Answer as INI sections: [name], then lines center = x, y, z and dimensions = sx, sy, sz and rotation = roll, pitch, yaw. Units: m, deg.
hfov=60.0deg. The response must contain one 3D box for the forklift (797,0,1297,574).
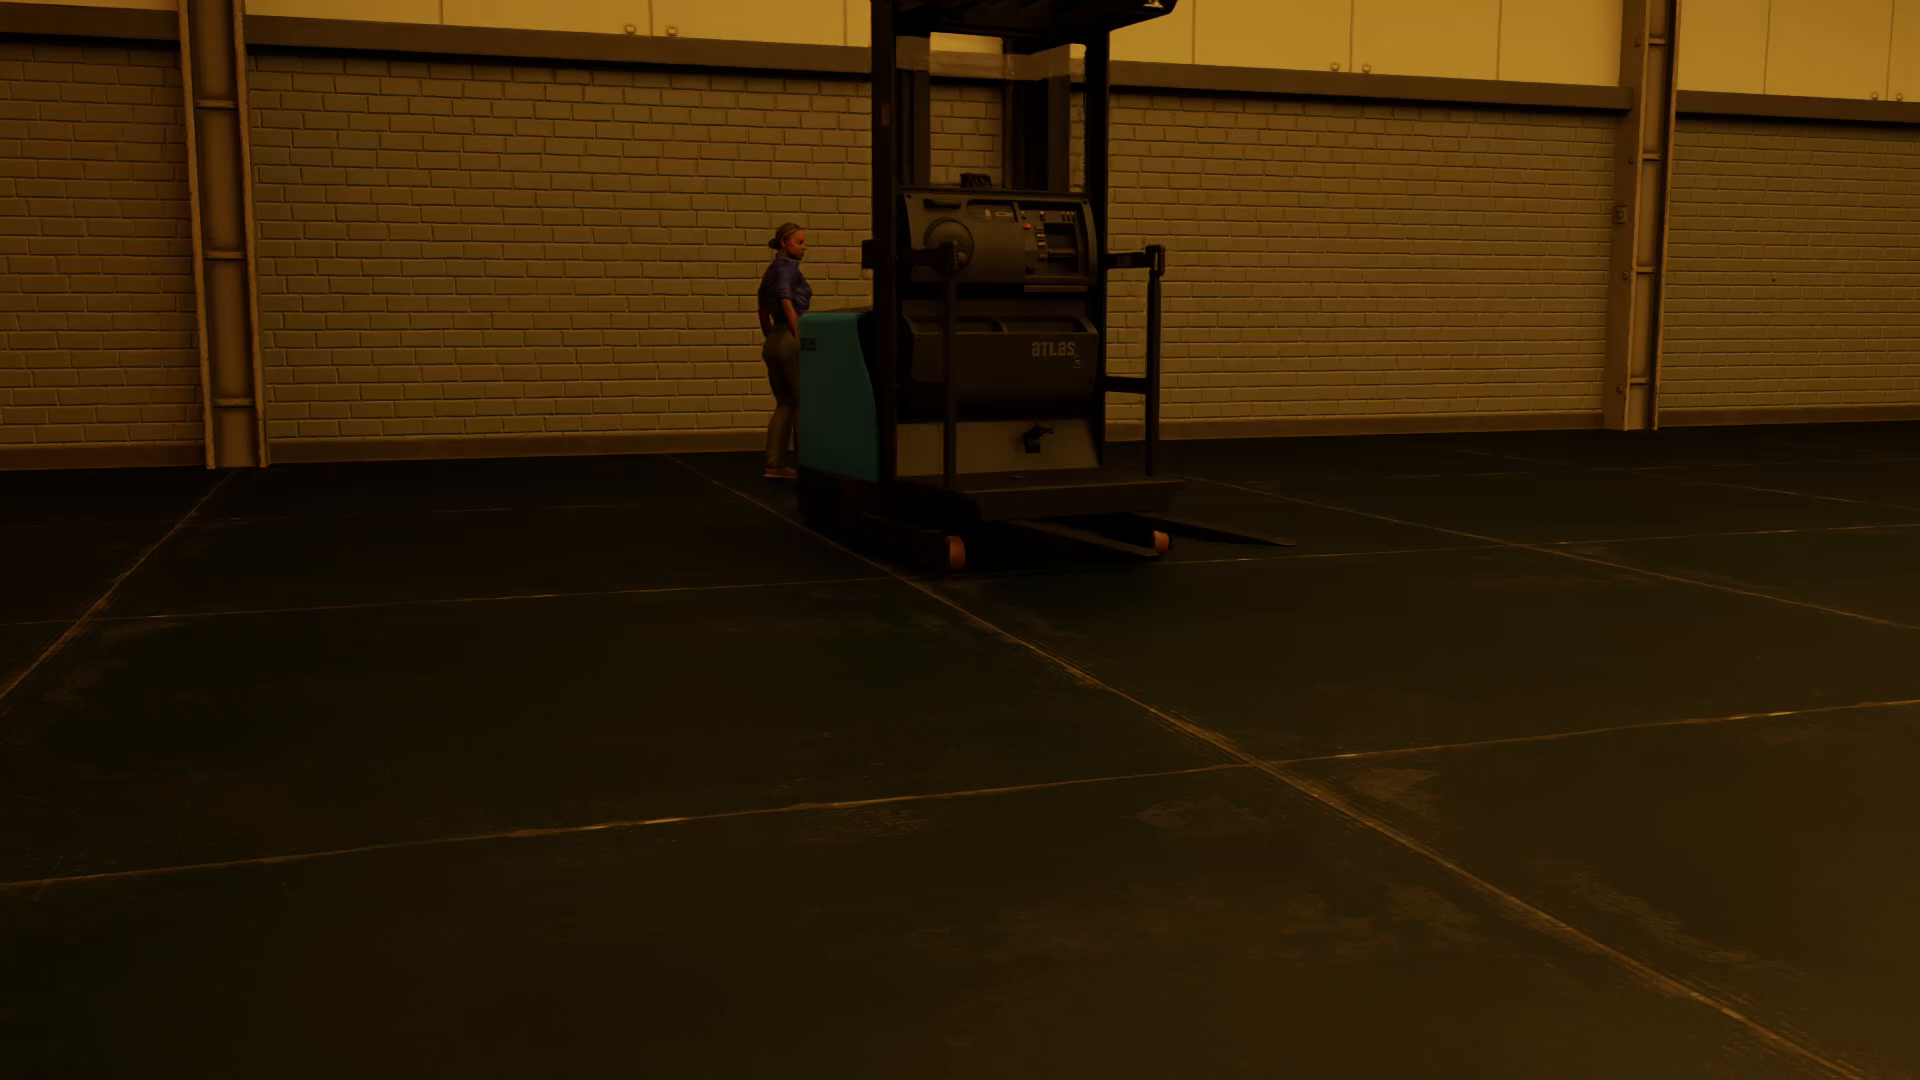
[forklift]
center = 0.281, -1.379, 7.186
dimensions = 1.130, 2.935, 3.031
rotation = -4, 9, -26

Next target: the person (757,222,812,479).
[person]
center = -1.053, -1.214, 10.732
dimensions = 0.430, 1.653, 0.623
rotation = -4, 9, -30
